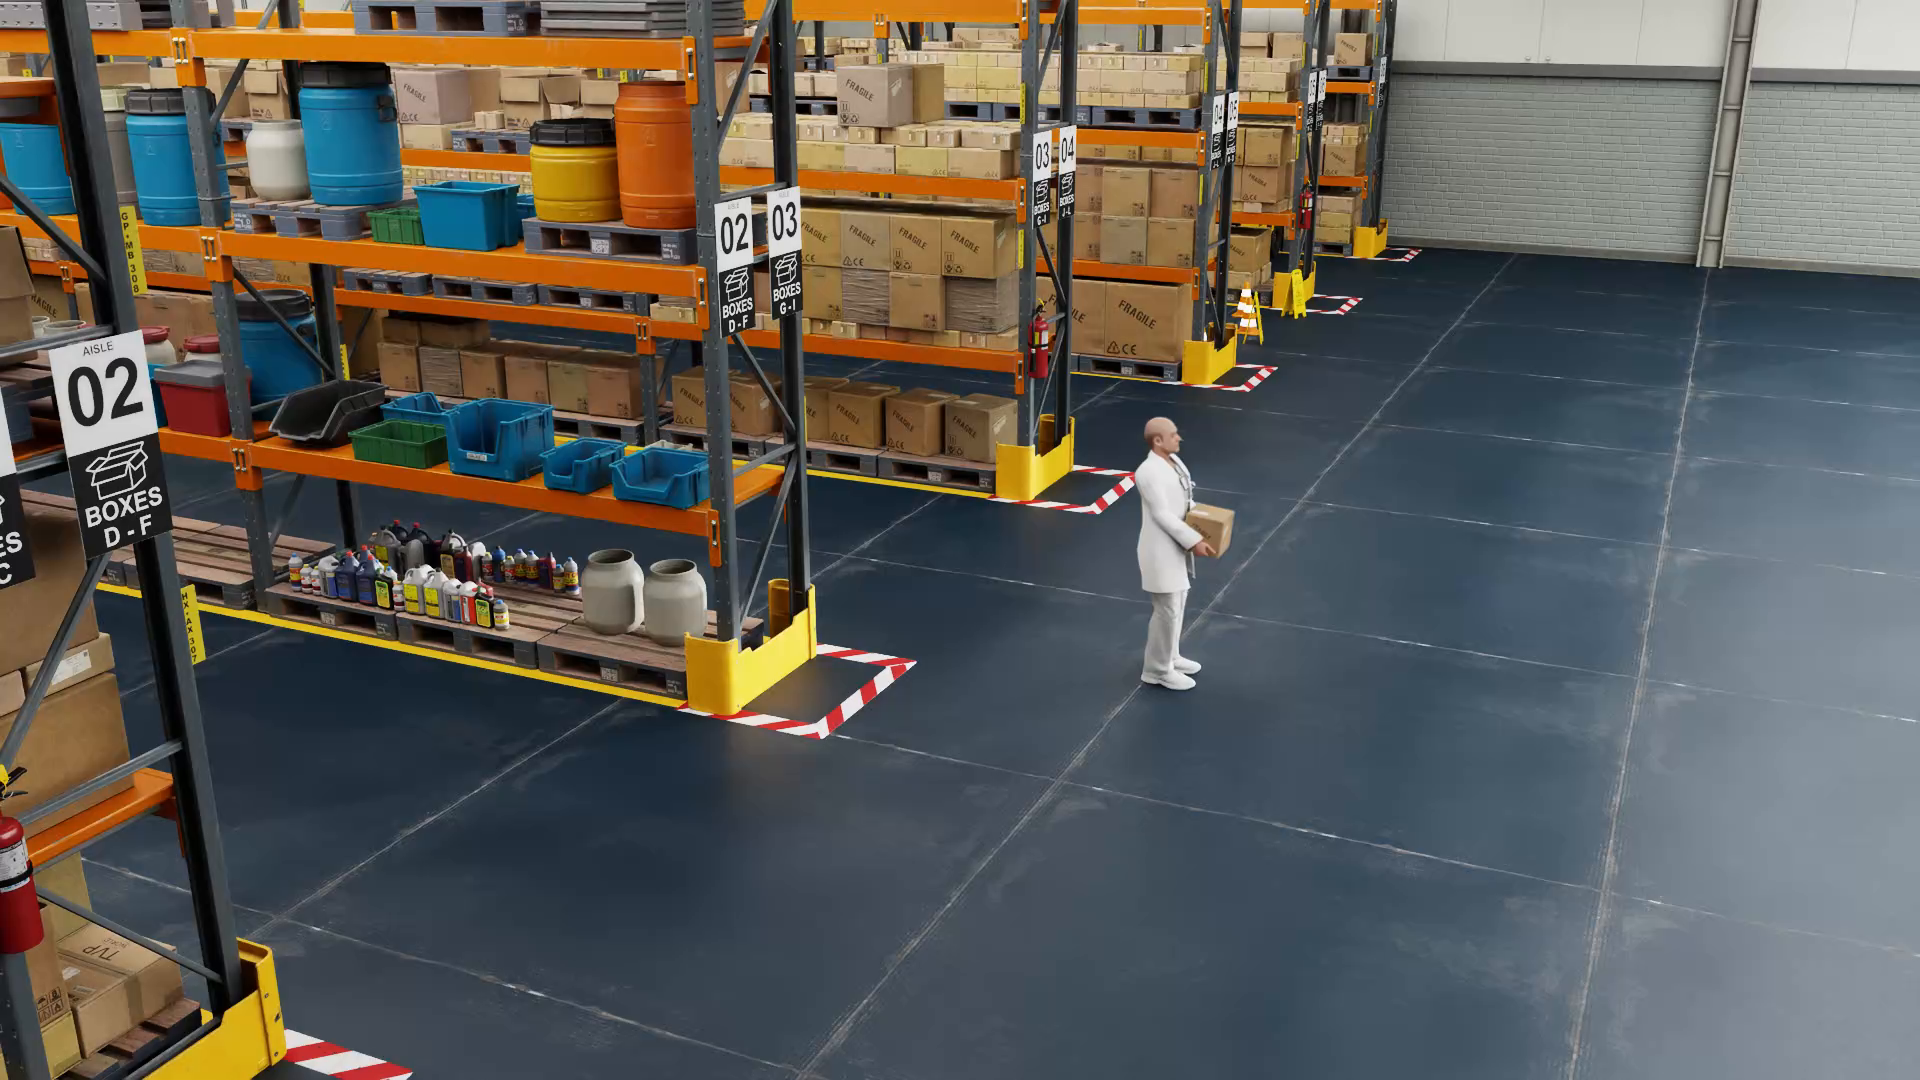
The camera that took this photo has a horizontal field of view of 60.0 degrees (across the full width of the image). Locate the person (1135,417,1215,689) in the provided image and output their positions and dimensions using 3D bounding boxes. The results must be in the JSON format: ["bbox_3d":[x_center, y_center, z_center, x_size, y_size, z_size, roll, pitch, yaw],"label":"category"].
[{"bbox_3d":[1.434,0.083,10.847,0.553,1.771,0.527,8,20,23],"label":"person"}]
